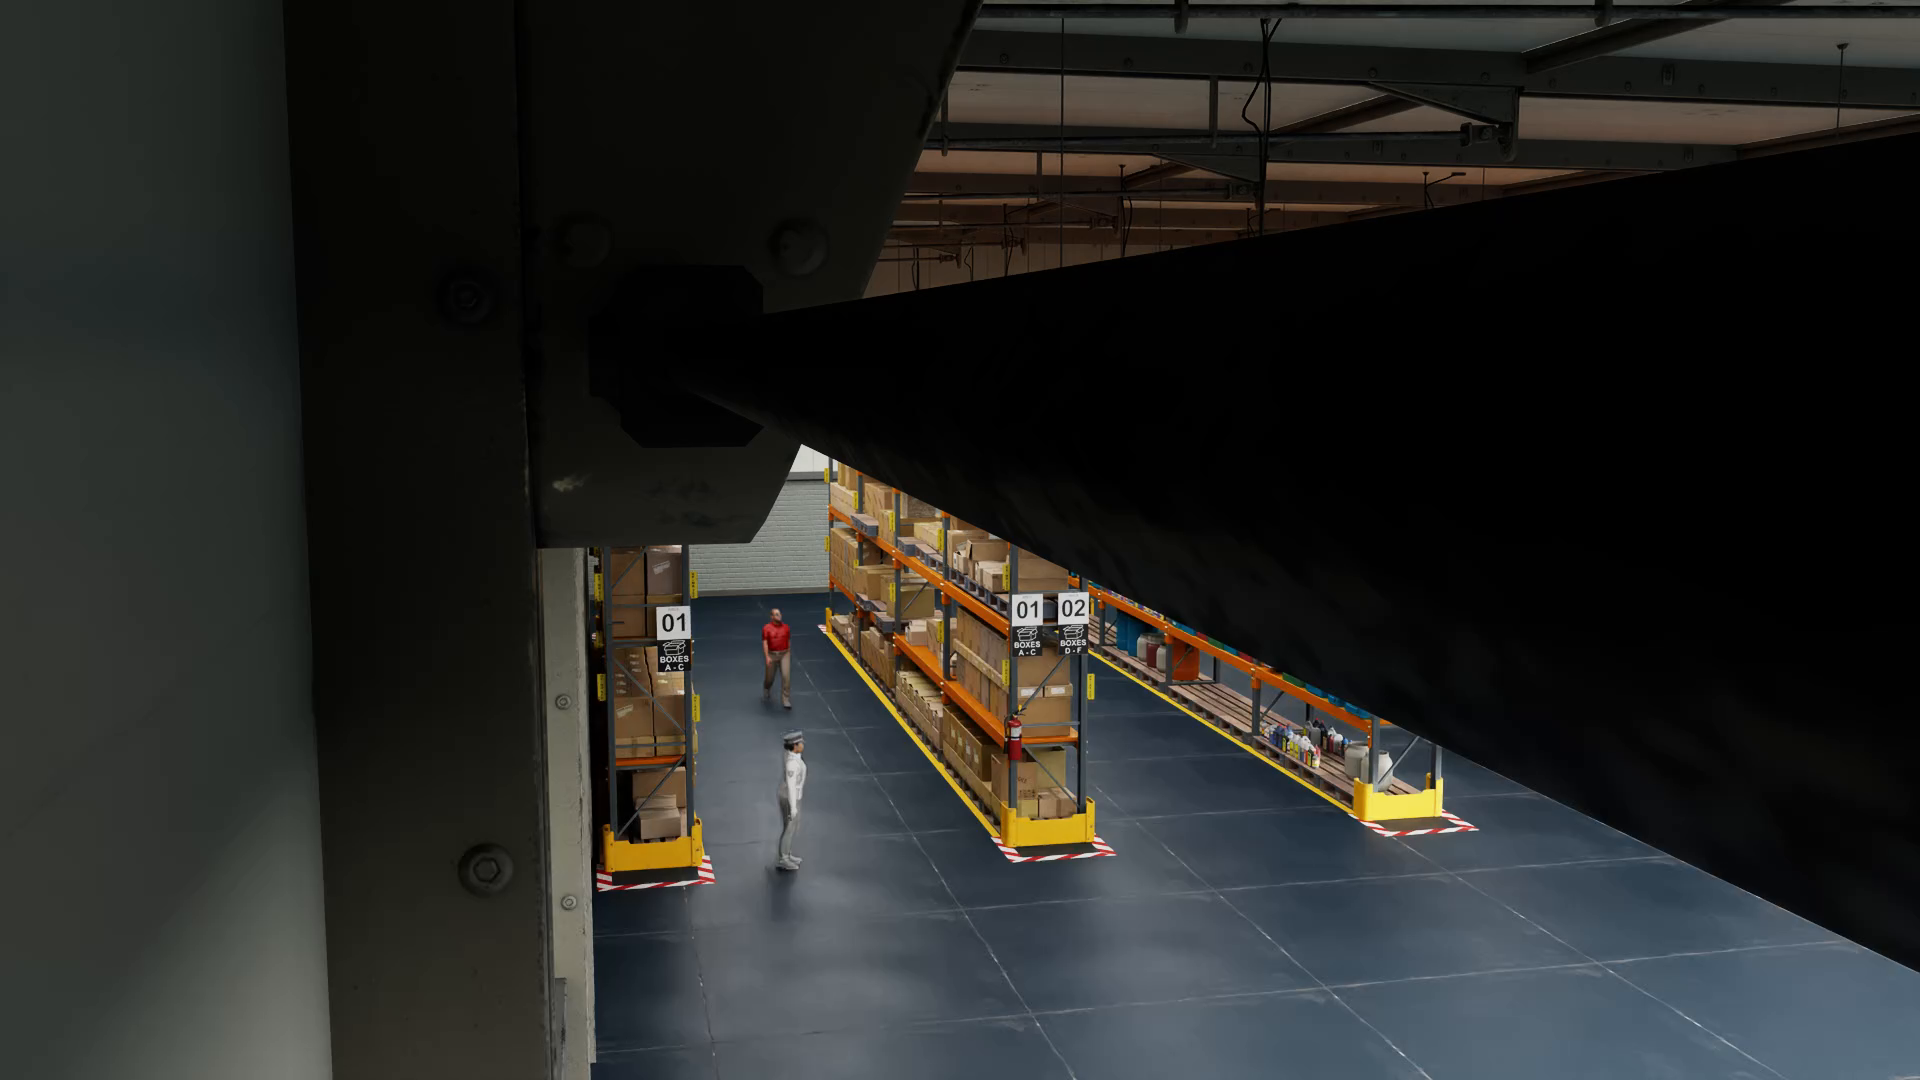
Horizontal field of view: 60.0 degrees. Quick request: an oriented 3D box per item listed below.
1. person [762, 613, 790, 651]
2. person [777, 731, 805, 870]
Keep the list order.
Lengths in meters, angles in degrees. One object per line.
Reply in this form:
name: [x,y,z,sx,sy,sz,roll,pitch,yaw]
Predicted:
person: [-3.201,1.606,29.028,0.519,0.670,0.383,-2,7,-15]
person: [-2.037,3.125,20.091,0.357,1.679,0.382,0,7,-3]
